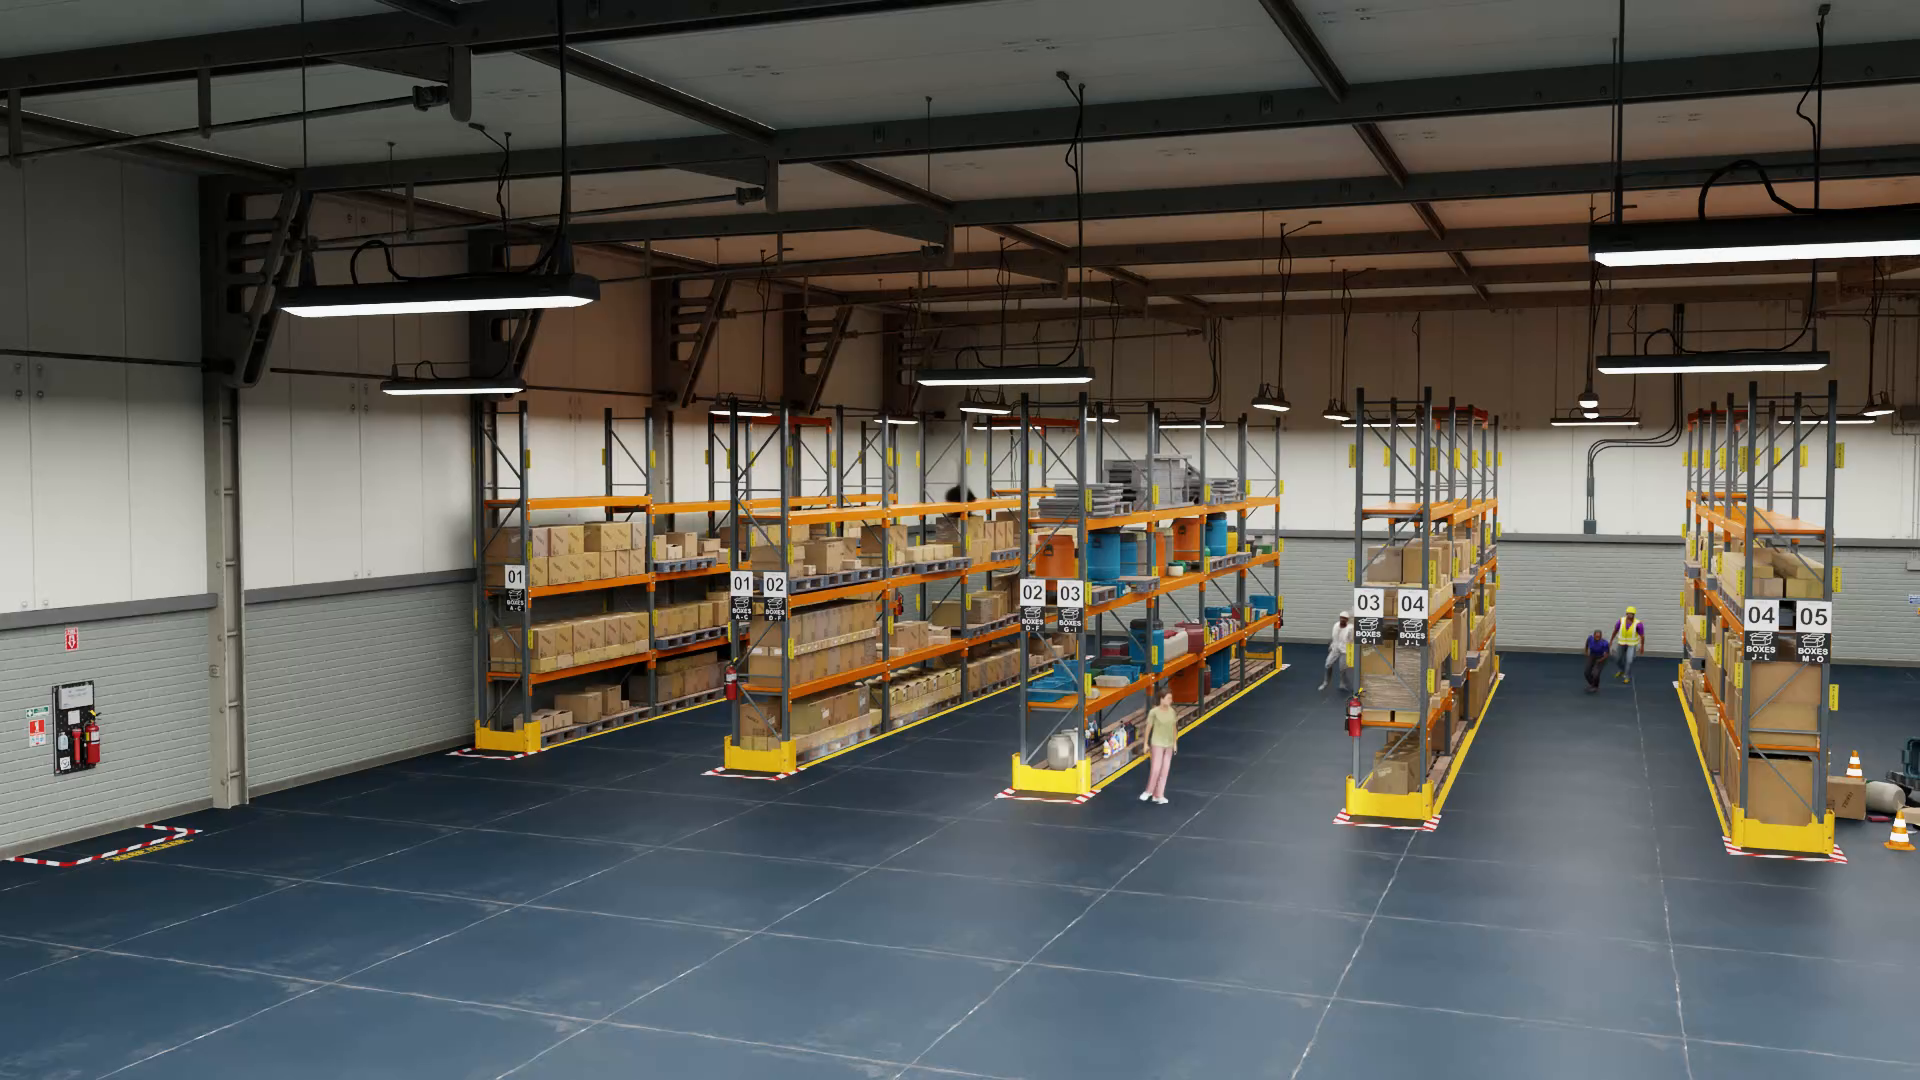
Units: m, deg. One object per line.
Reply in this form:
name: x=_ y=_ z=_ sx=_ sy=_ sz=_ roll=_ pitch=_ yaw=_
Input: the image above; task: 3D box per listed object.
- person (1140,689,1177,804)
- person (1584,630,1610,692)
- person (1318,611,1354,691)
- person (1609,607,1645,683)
person: x=2.883 y=2.995 z=24.098 sx=0.551 sy=1.647 sz=0.413 roll=-1 pitch=3 yaw=-25
person: x=13.618 y=2.640 z=35.579 sx=0.629 sy=1.263 sz=0.837 roll=2 pitch=4 yaw=40
person: x=8.120 y=2.374 z=35.582 sx=0.763 sy=1.724 sz=0.801 roll=2 pitch=4 yaw=39
person: x=14.979 y=2.335 z=37.315 sx=0.799 sy=1.710 sz=0.723 roll=2 pitch=3 yaw=33
